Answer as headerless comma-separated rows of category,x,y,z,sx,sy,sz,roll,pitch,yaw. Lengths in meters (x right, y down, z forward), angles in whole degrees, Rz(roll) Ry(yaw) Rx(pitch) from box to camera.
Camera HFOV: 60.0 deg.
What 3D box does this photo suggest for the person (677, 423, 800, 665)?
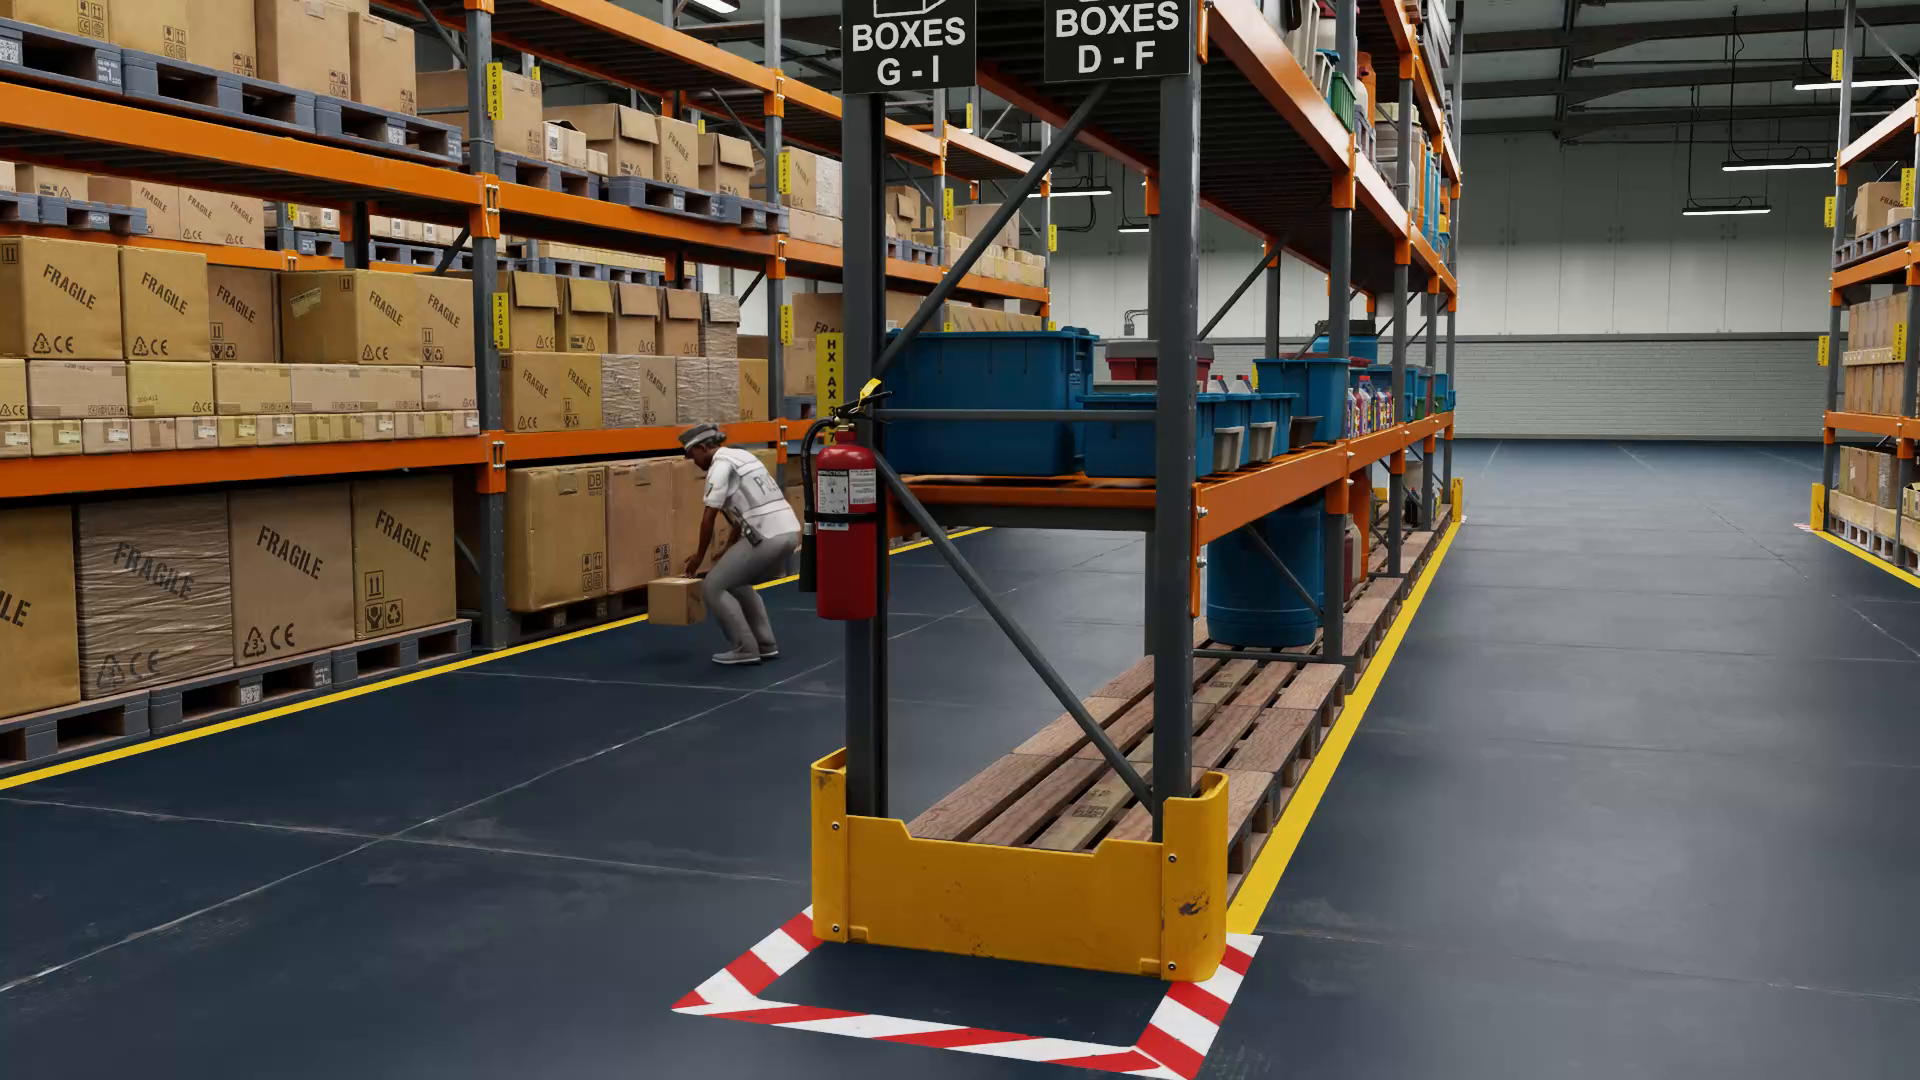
person,-1.289,0.018,9.593,0.707,1.388,0.496,2,6,19
